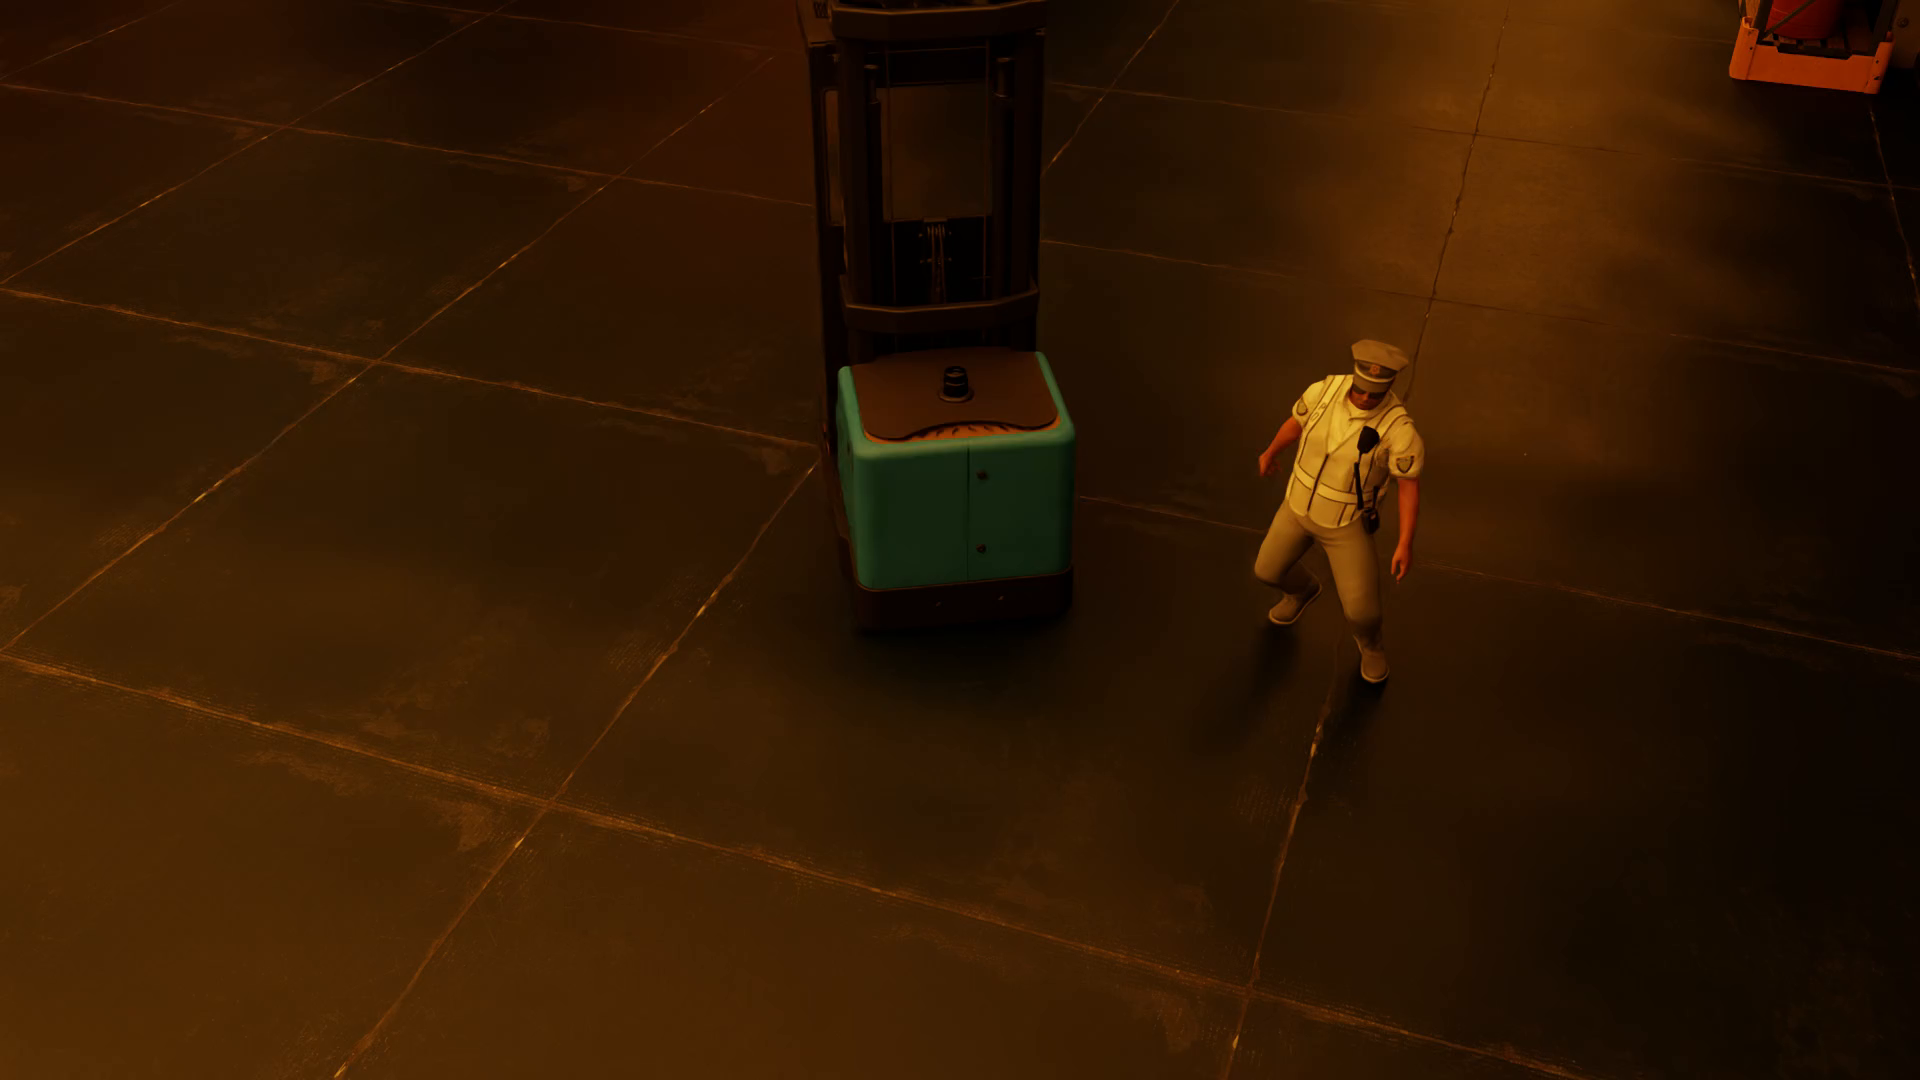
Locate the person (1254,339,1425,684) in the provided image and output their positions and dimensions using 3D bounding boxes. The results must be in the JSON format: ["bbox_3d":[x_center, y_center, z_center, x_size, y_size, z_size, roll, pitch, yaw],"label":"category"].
[{"bbox_3d":[1.686,-0.198,7.469,0.505,1.643,0.897,-30,45,-35],"label":"person"}]

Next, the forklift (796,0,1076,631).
[{"bbox_3d":[-0.195,-1.606,8.376,1.130,2.935,3.031,-5,36,-7],"label":"forklift"}]
